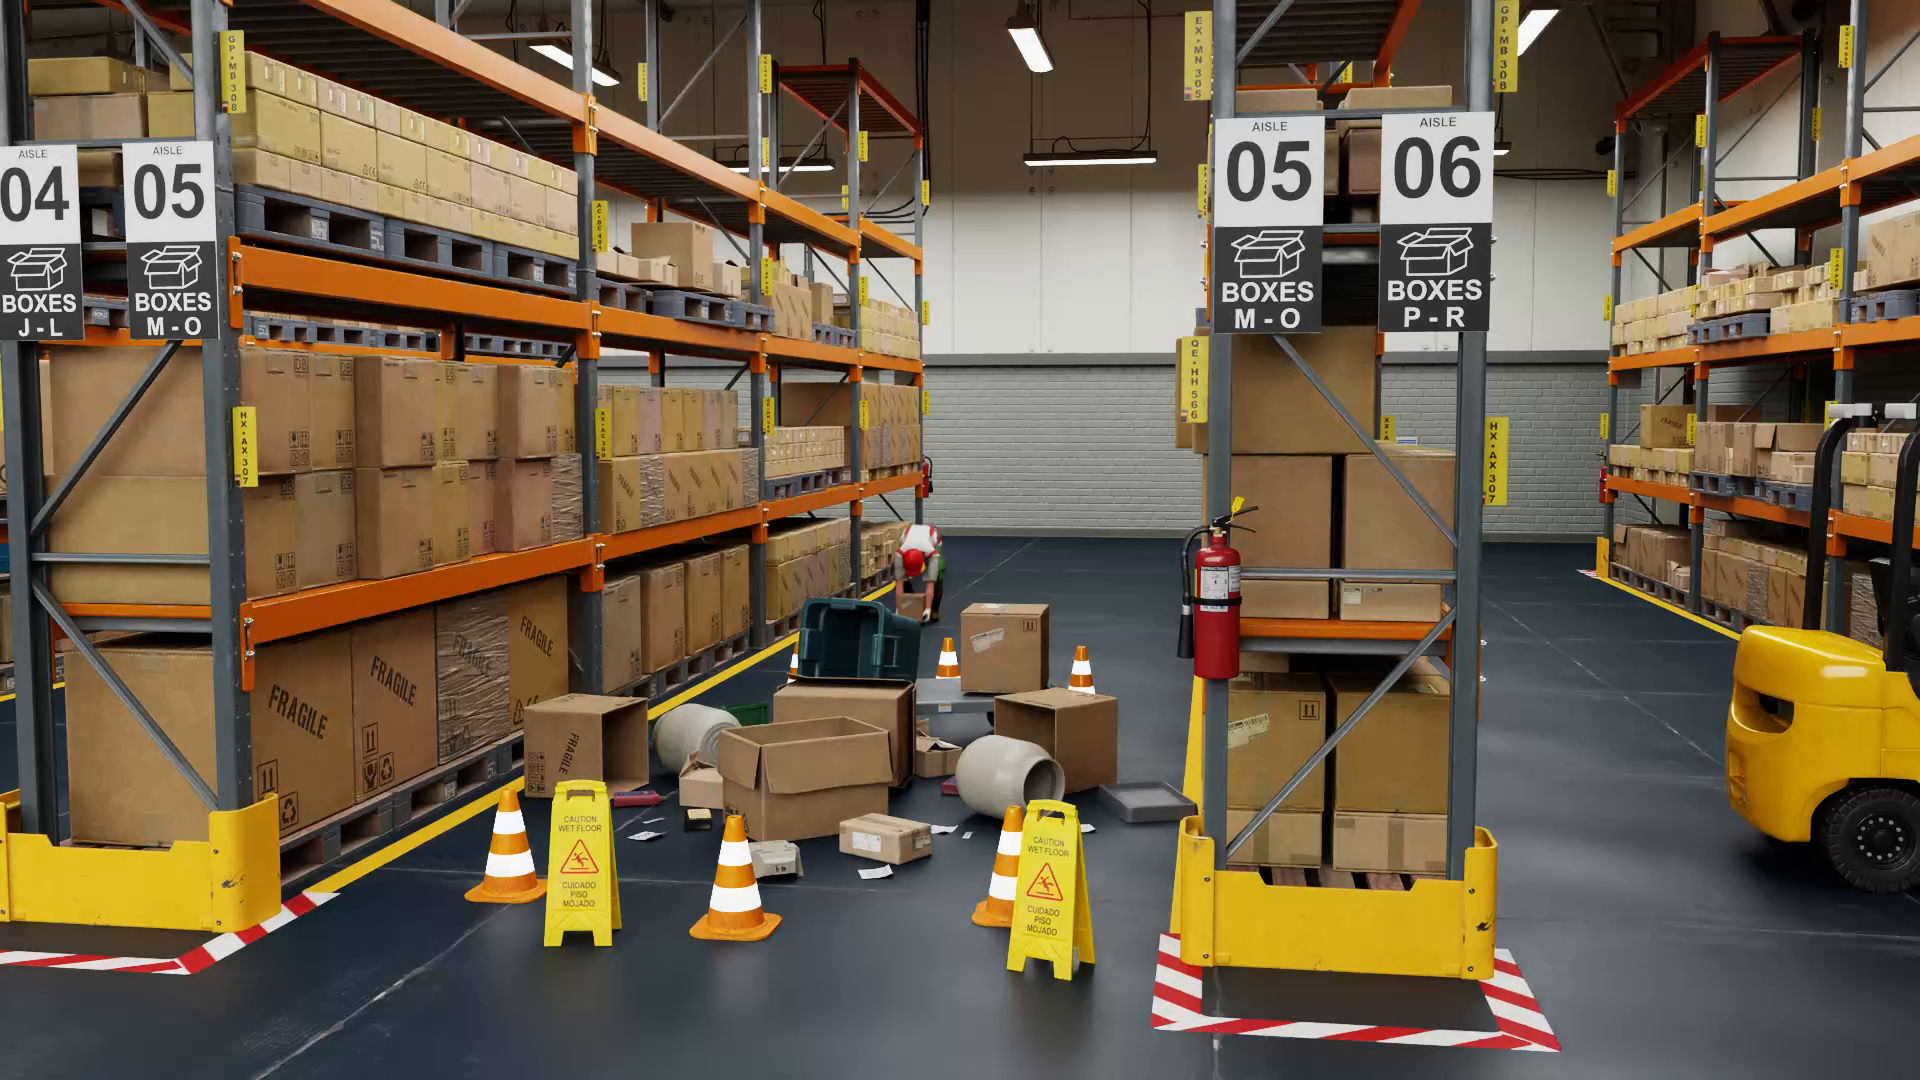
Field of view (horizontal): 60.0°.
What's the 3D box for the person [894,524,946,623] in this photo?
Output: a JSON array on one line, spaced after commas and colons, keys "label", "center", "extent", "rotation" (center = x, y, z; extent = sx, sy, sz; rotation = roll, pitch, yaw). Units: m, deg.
[{"label": "person", "center": [-0.419, 0.341, 16.798], "extent": [0.532, 0.970, 0.948], "rotation": [0, 4, 6]}]
